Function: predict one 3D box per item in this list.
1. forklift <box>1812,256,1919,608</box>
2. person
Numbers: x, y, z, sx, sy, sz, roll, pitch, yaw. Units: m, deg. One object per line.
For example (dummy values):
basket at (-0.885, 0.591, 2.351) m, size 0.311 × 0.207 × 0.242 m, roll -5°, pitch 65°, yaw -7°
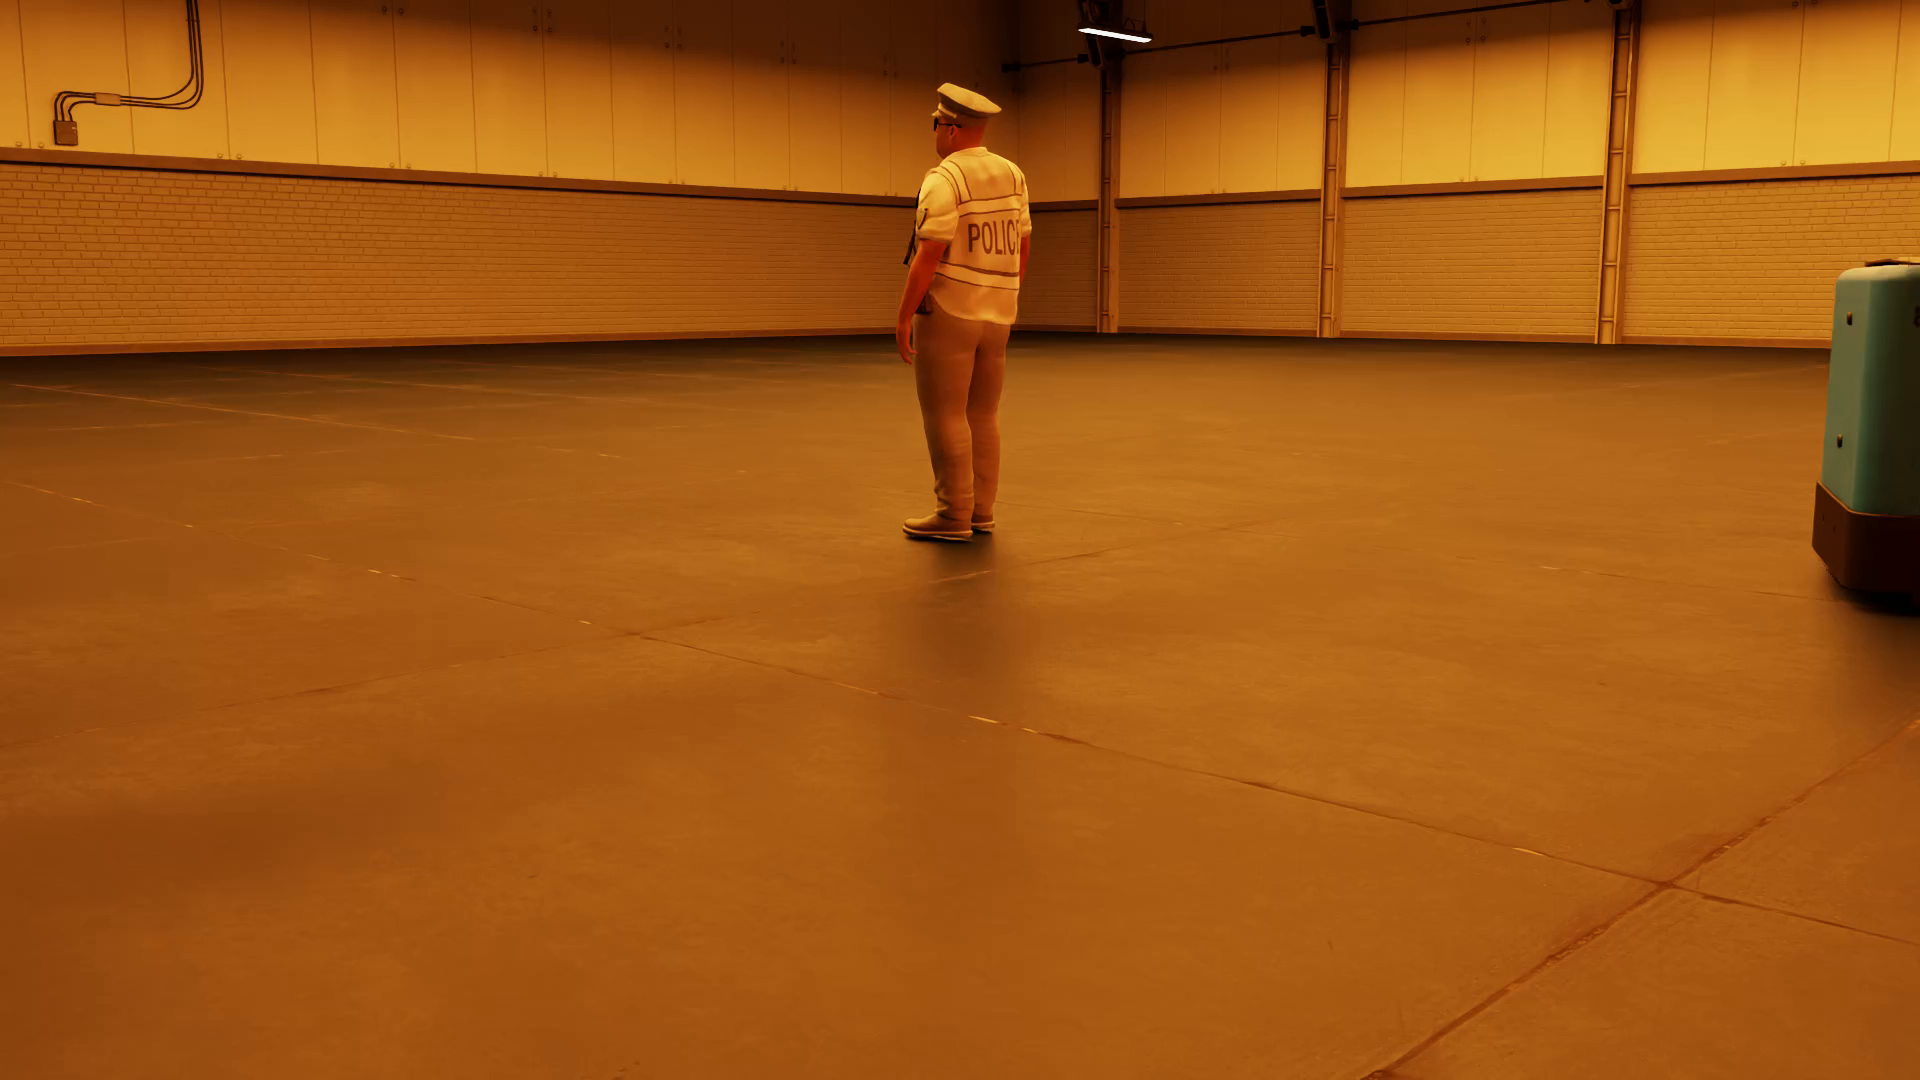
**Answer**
forklift at (4.366, -1.212, 4.924) m, size 3.031 × 2.935 × 1.130 m, roll 3°, pitch 9°, yaw 21°
person at (-0.047, -0.896, 6.646) m, size 0.575 × 1.778 × 0.640 m, roll 8°, pitch 12°, yaw 43°
